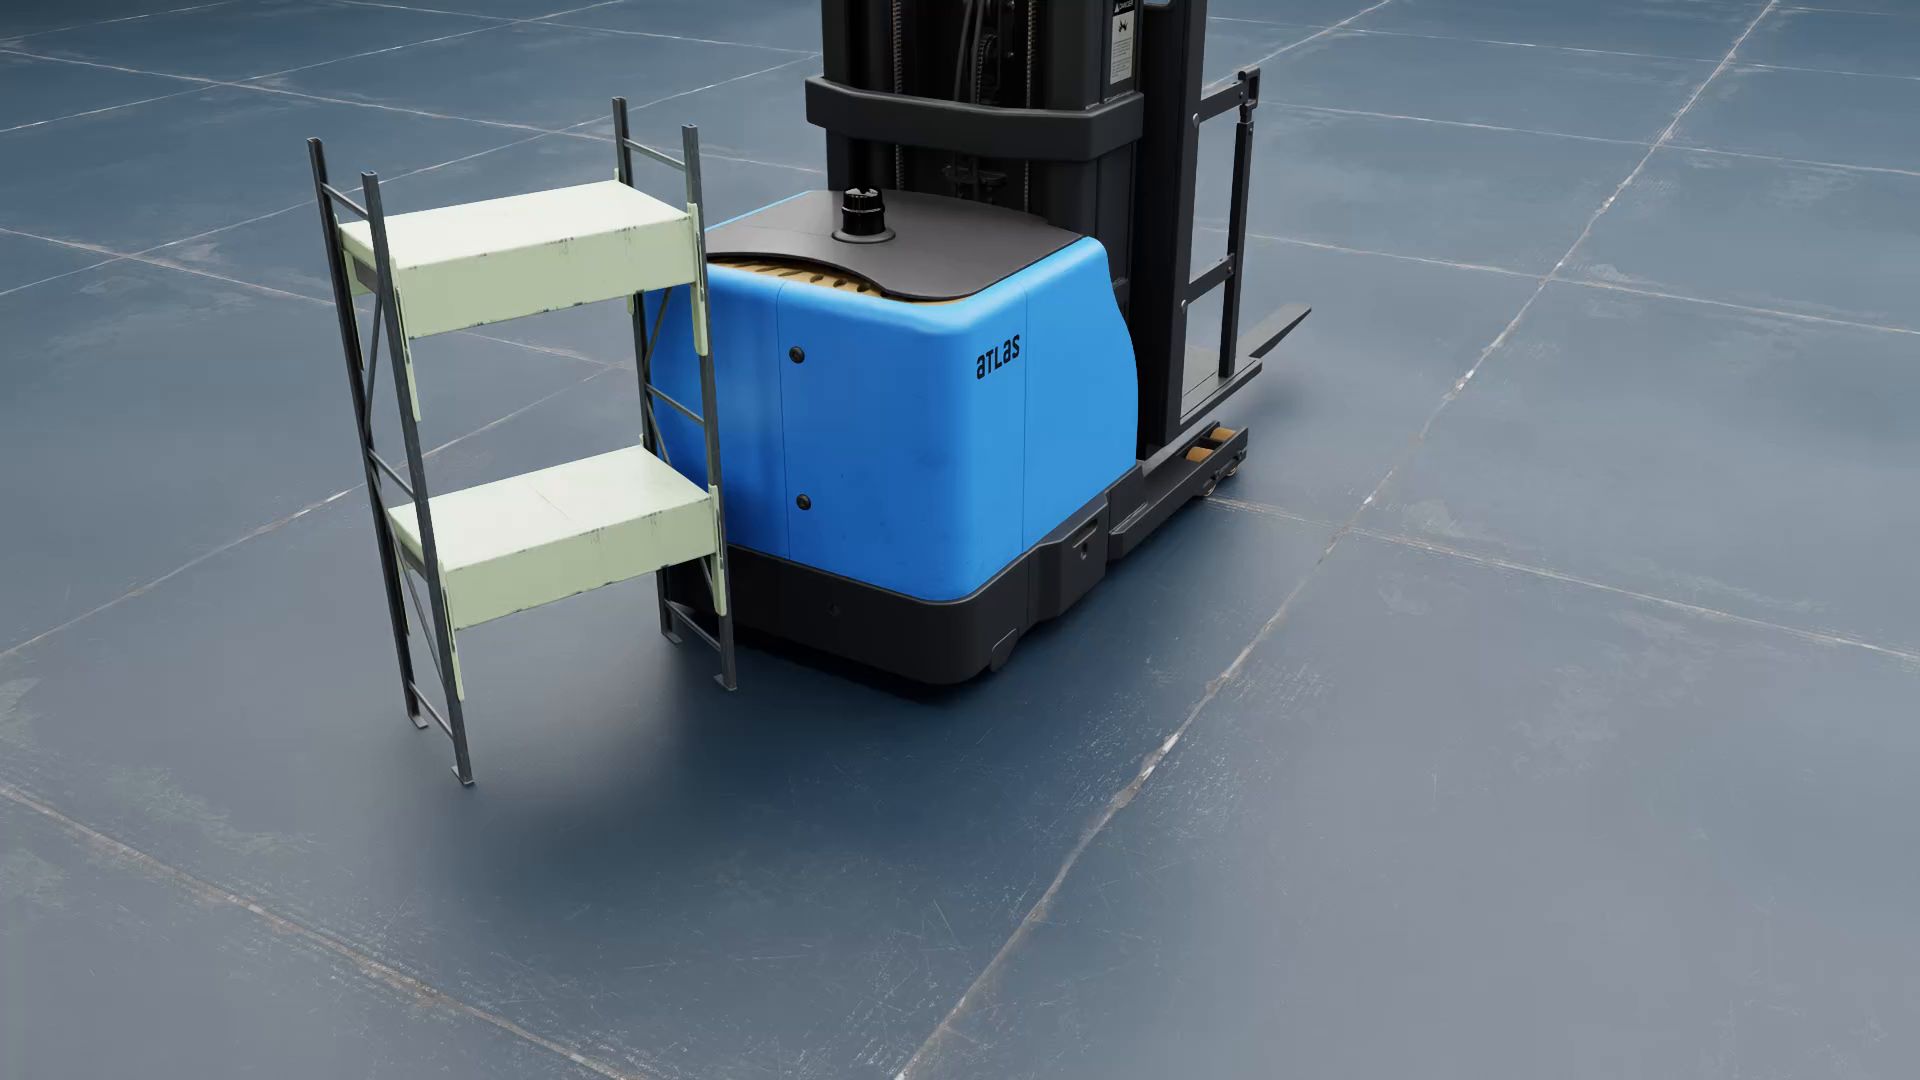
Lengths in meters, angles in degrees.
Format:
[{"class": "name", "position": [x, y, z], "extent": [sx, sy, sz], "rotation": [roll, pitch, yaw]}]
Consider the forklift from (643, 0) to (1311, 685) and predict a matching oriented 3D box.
[{"class": "forklift", "position": [0.328, -1.551, 5.074], "extent": [1.130, 2.935, 3.031], "rotation": [15, 30, 28]}]

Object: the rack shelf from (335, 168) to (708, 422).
[{"class": "rack shelf", "position": [-1.018, -0.591, 3.882], "extent": [0.720, 0.370, 0.431], "rotation": [-18, 32, -32]}]

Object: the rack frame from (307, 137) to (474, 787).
[{"class": "rack frame", "position": [-1.314, -0.145, 3.864], "extent": [0.023, 1.500, 0.400], "rotation": [-18, 32, -32]}]

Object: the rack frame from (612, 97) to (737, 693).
[{"class": "rack frame", "position": [-0.722, -0.338, 4.250], "extent": [0.023, 1.500, 0.400], "rotation": [-18, 32, -32]}]

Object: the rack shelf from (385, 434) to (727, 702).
[{"class": "rack shelf", "position": [-1.018, 0.050, 4.203], "extent": [0.720, 0.370, 0.431], "rotation": [-18, 32, -32]}]

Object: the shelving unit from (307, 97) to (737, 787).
[{"class": "shelving unit", "position": [-1.018, -0.242, 4.057], "extent": [0.755, 1.500, 0.431], "rotation": [-18, 32, -32]}]
